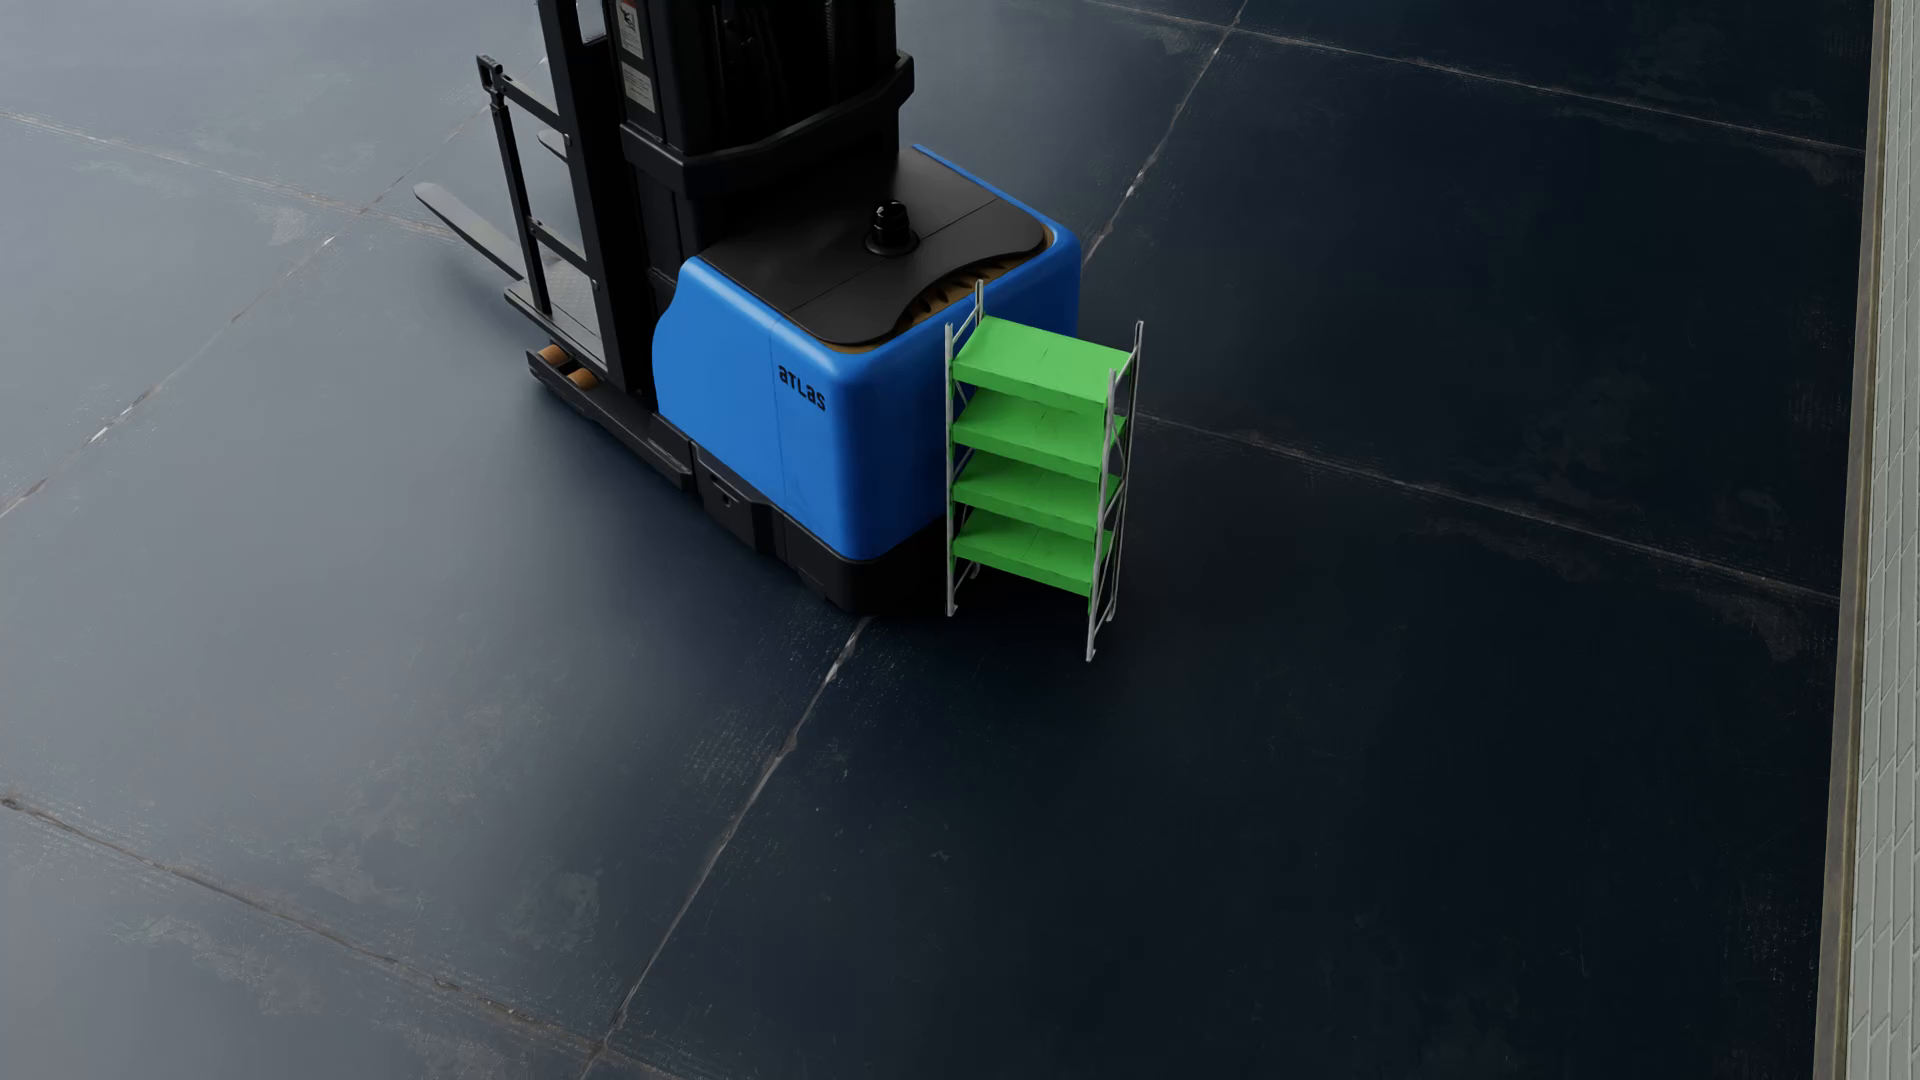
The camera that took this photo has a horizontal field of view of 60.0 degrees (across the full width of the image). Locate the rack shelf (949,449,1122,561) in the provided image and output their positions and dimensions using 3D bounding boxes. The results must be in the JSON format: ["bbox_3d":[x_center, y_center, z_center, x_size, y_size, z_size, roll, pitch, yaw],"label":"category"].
[{"bbox_3d":[0.236,-0.134,5.125,0.480,0.148,0.258,17,47,16],"label":"rack shelf"}]

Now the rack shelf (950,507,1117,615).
[{"bbox_3d":[0.236,0.036,5.294,0.480,0.148,0.258,17,47,16],"label":"rack shelf"}]

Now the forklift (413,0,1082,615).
[{"bbox_3d":[-0.985,-1.738,5.419,1.130,2.935,3.031,-34,54,-29],"label":"forklift"}]

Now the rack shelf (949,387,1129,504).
[{"bbox_3d":[0.236,-0.304,4.956,0.480,0.148,0.258,17,47,16],"label":"rack shelf"}]

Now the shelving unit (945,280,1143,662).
[{"bbox_3d":[0.236,-0.180,5.080,0.503,1.200,0.258,17,47,16],"label":"shelving unit"}]

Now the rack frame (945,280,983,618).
[{"bbox_3d":[0.013,-0.249,5.149,0.015,1.200,0.240,17,47,16],"label":"rack frame"}]

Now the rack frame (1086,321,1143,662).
[{"bbox_3d":[0.460,-0.111,5.011,0.015,1.200,0.240,17,47,16],"label":"rack frame"}]

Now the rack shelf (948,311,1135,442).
[{"bbox_3d":[0.236,-0.475,4.786,0.480,0.148,0.258,17,47,16],"label":"rack shelf"}]
